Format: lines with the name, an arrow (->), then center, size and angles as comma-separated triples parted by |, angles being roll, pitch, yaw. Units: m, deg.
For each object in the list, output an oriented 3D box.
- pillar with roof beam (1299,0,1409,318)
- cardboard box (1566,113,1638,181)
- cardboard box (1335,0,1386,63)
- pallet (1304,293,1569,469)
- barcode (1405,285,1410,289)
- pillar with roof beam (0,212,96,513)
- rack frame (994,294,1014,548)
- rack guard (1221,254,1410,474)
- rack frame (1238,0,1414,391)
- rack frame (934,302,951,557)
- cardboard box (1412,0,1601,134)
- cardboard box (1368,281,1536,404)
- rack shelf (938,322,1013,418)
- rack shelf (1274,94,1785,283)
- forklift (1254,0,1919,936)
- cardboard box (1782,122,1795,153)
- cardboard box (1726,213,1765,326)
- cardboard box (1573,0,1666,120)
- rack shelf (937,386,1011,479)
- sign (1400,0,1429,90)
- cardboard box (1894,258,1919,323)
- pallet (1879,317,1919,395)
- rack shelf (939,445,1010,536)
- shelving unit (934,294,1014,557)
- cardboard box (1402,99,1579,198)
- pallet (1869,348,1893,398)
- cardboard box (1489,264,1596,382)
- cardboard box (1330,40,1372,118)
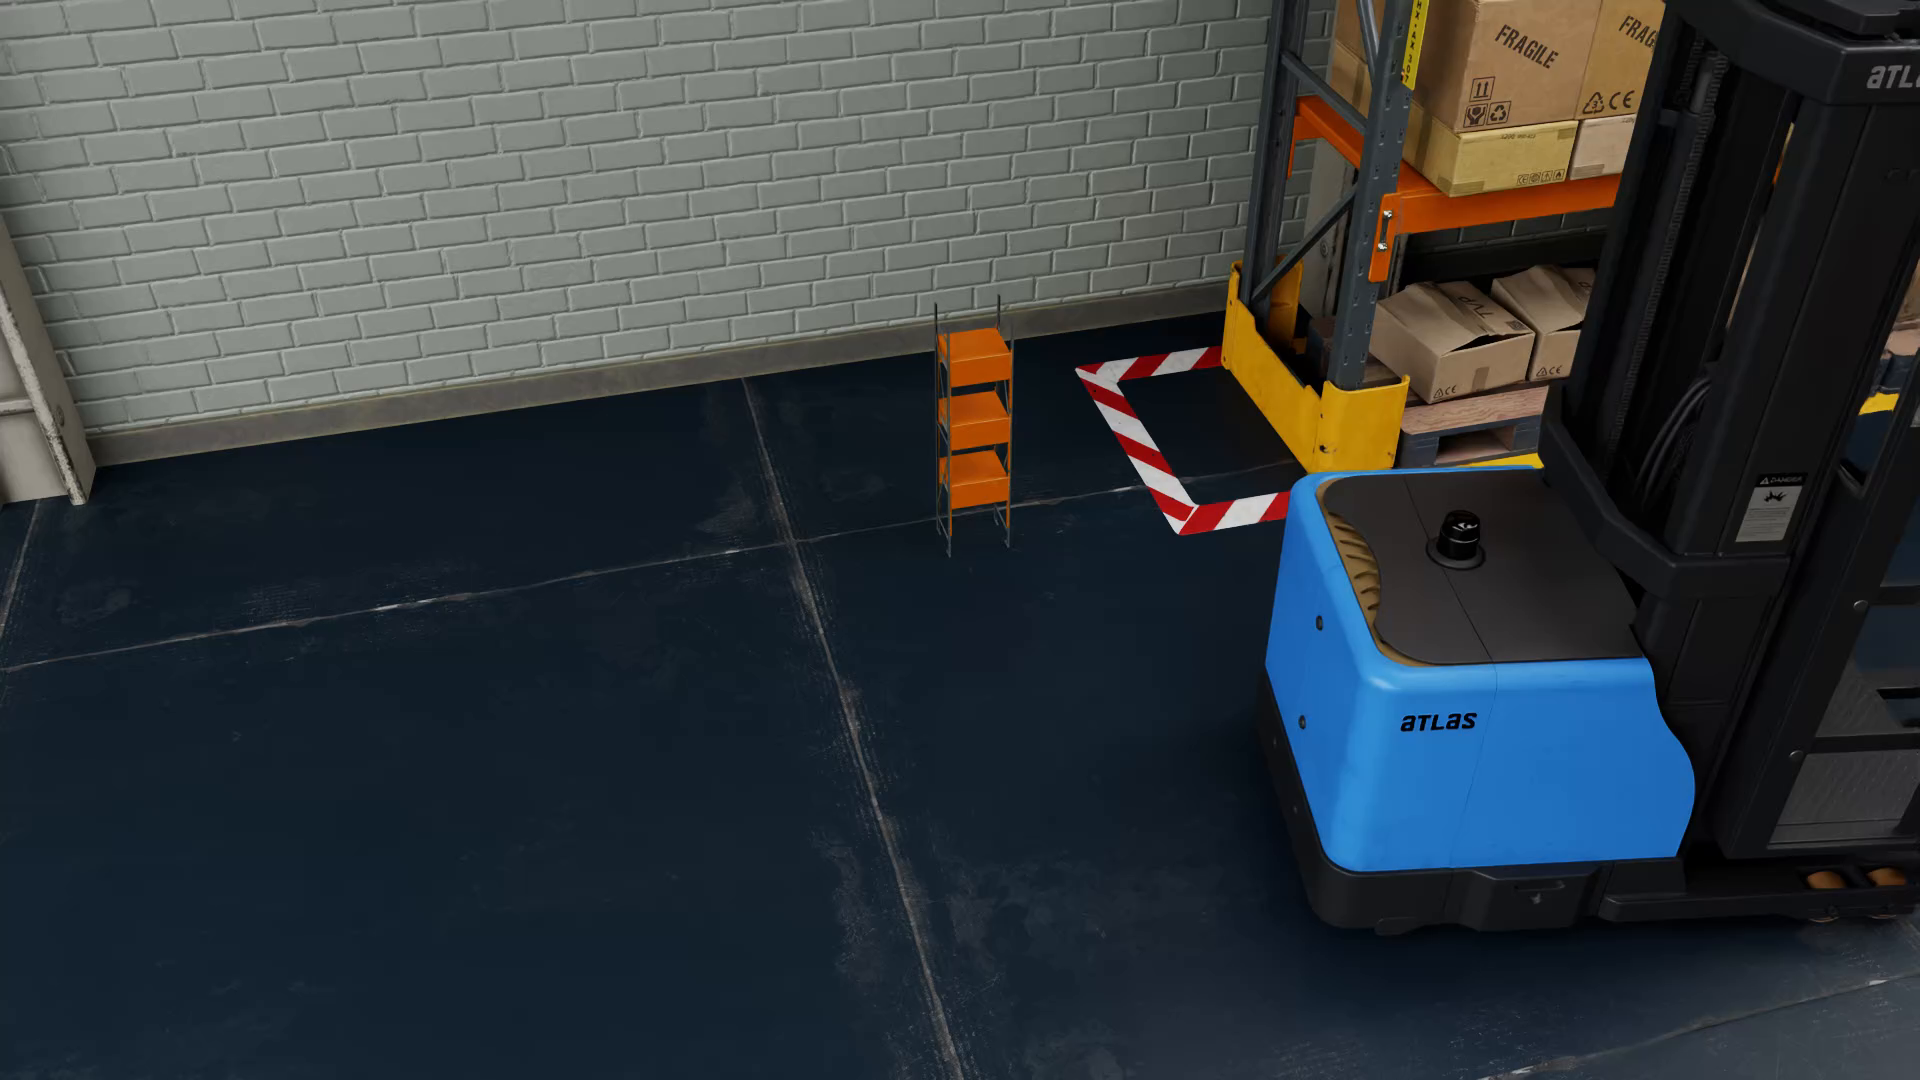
pillar with roof beam -> 3.034, -2.212, 2.235 | 0.400, 9.000, 9.100 | -9, 38, -12
cardboard box -> 2.513, -1.666, 6.566 | 0.500, 0.250, 0.500 | -10, 39, -13
cardboard box -> 1.861, -2.181, 6.622 | 0.500, 0.500, 0.500 | -10, 38, -12
pallet -> 2.328, -0.748, 7.554 | 1.213, 0.211, 1.003 | -9, 38, -12
barcode -> 2.066, -1.140, 7.615 | 0.075, 0.075, 0.001 | -9, 38, -12
pillar with roof beam -> -2.758, -1.261, 0.992 | 0.400, 9.000, 9.100 | -9, 38, -12
rack frame -> 0.169, -0.445, 6.467 | 0.008, 1.050, 0.200 | -9, 38, -12
rack guard -> 1.535, -0.755, 7.325 | 0.348, 0.500, 1.175 | -9, 38, -12
rack frame -> 1.461, -1.736, 6.550 | 0.127, 3.000, 1.000 | -9, 38, -12
rack frame -> -0.066, -0.406, 6.417 | 0.008, 1.050, 0.200 | -9, 38, -12
cardboard box -> 2.001, -1.881, 6.230 | 0.500, 0.500, 0.500 | -9, 38, -12
cardboard box -> 2.153, -0.899, 7.308 | 0.500, 0.311, 0.500 | -14, 39, -17
rack shelf -> 0.052, -0.642, 6.276 | 0.240, 0.259, 0.215 | -9, 38, -12
rack shelf -> 3.392, -1.767, 7.183 | 4.000, 0.370, 1.077 | -9, 38, -12
forklift -> 2.568, -0.293, 4.721 | 3.031, 2.935, 1.130 | -2, 37, -3
cardboard box -> 3.006, -1.743, 6.667 | 0.500, 0.250, 0.500 | -10, 39, -13
cardboard box -> 3.425, -1.152, 7.482 | 0.500, 0.500, 0.700 | -12, 39, -15
cardboard box -> 2.480, -1.954, 6.325 | 0.500, 0.500, 0.500 | -9, 38, -12
rack shelf -> 0.052, -0.417, 6.449 | 0.240, 0.259, 0.215 | -9, 38, -12
sign -> 1.603, -1.761, 5.871 | 0.005, 0.325, 0.100 | -9, 38, -12
cardboard box -> 4.332, -1.363, 7.759 | 0.500, 0.500, 0.500 | -12, 39, -15
pallet -> 4.684, -1.135, 8.060 | 1.213, 0.211, 1.003 | -9, 38, -12
rack shelf -> 0.052, -0.196, 6.617 | 0.240, 0.259, 0.215 | -9, 38, -12
shelving unit -> 0.052, -0.425, 6.442 | 0.252, 1.050, 0.215 | -9, 38, -12
cardboard box -> 2.015, -1.575, 6.447 | 0.500, 0.250, 0.500 | -10, 39, -13
pallet -> 3.504, -0.939, 7.804 | 1.213, 0.211, 1.003 | -9, 38, -12
cardboard box -> 2.703, -0.990, 7.426 | 0.500, 0.311, 0.500 | -6, 38, -8
cardboard box -> 1.862, -1.872, 6.835 | 0.500, 0.250, 0.500 | -9, 38, -11
